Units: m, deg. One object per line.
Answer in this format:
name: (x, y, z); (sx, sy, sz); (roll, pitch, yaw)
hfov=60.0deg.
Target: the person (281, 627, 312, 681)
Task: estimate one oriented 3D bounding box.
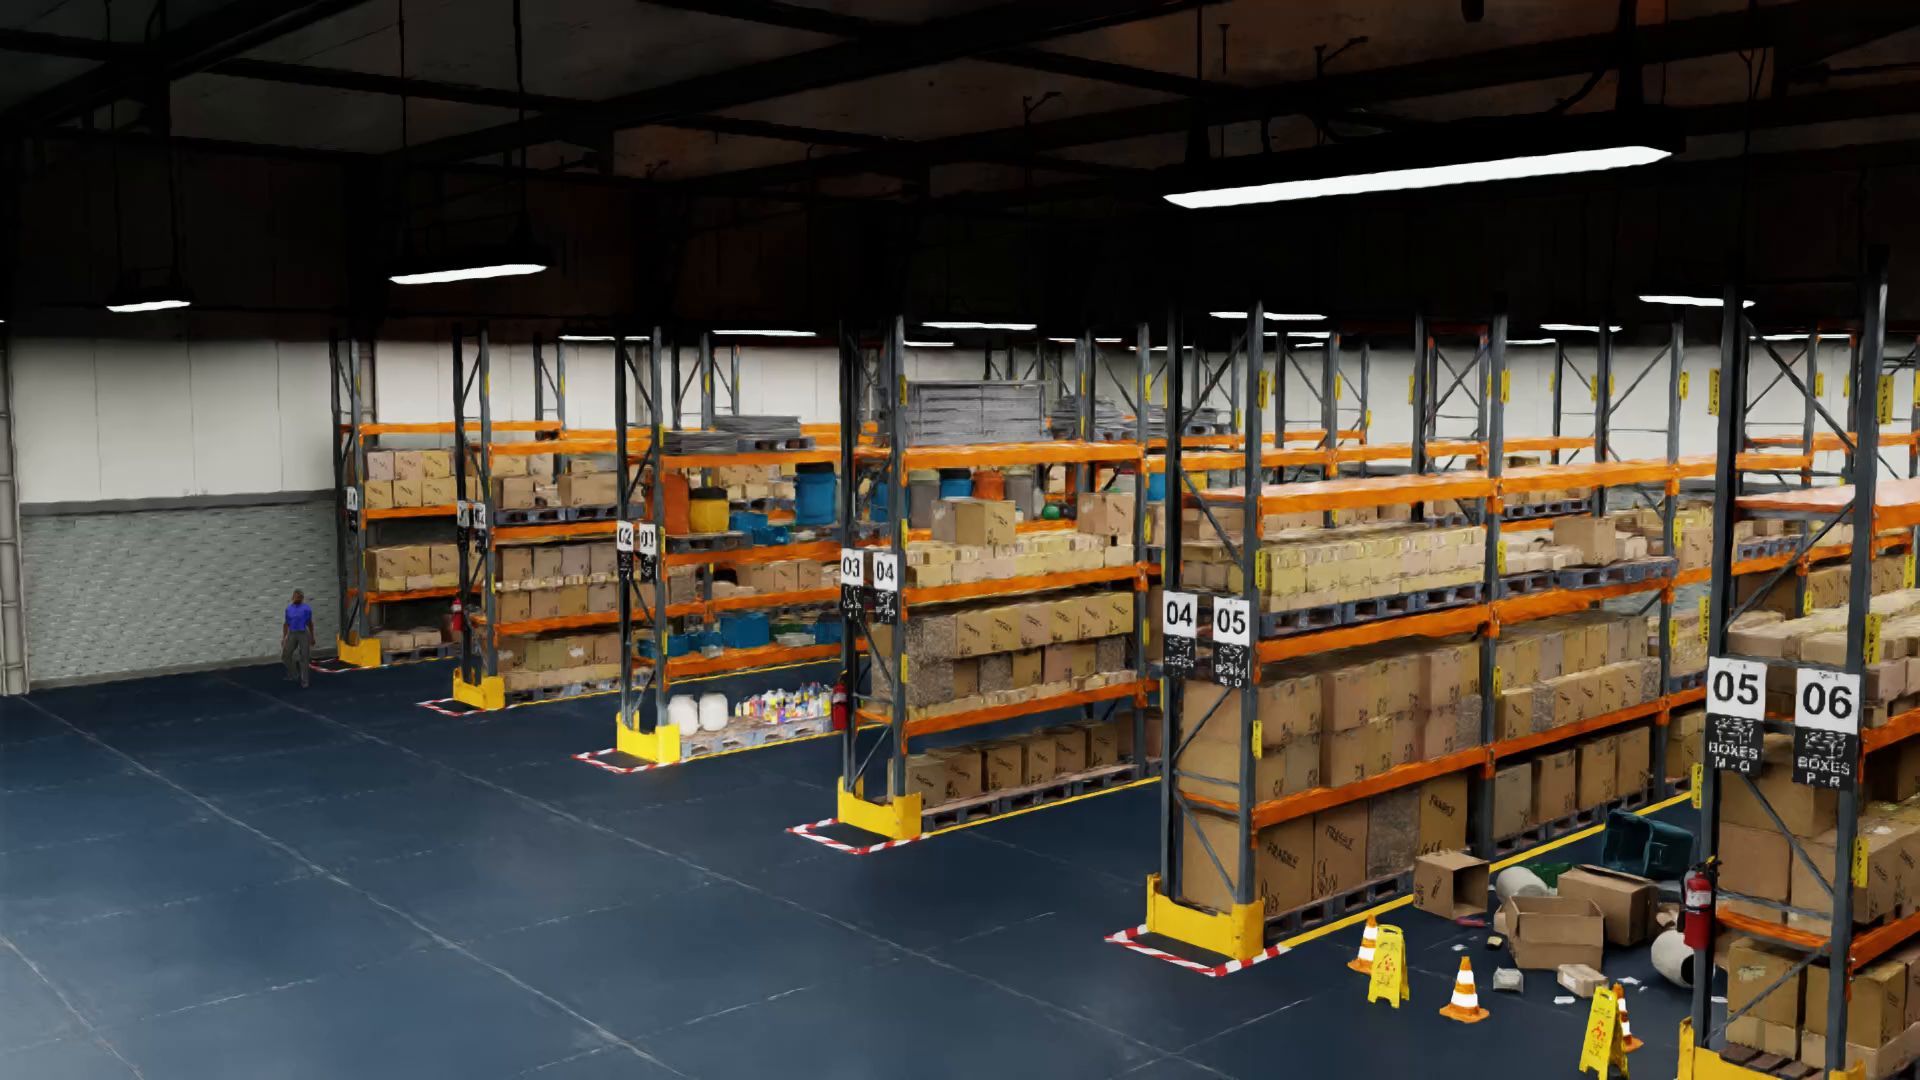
person: (-11.030, 1.890, 27.739); (0.510, 0.942, 0.446); (0, 6, 4)
